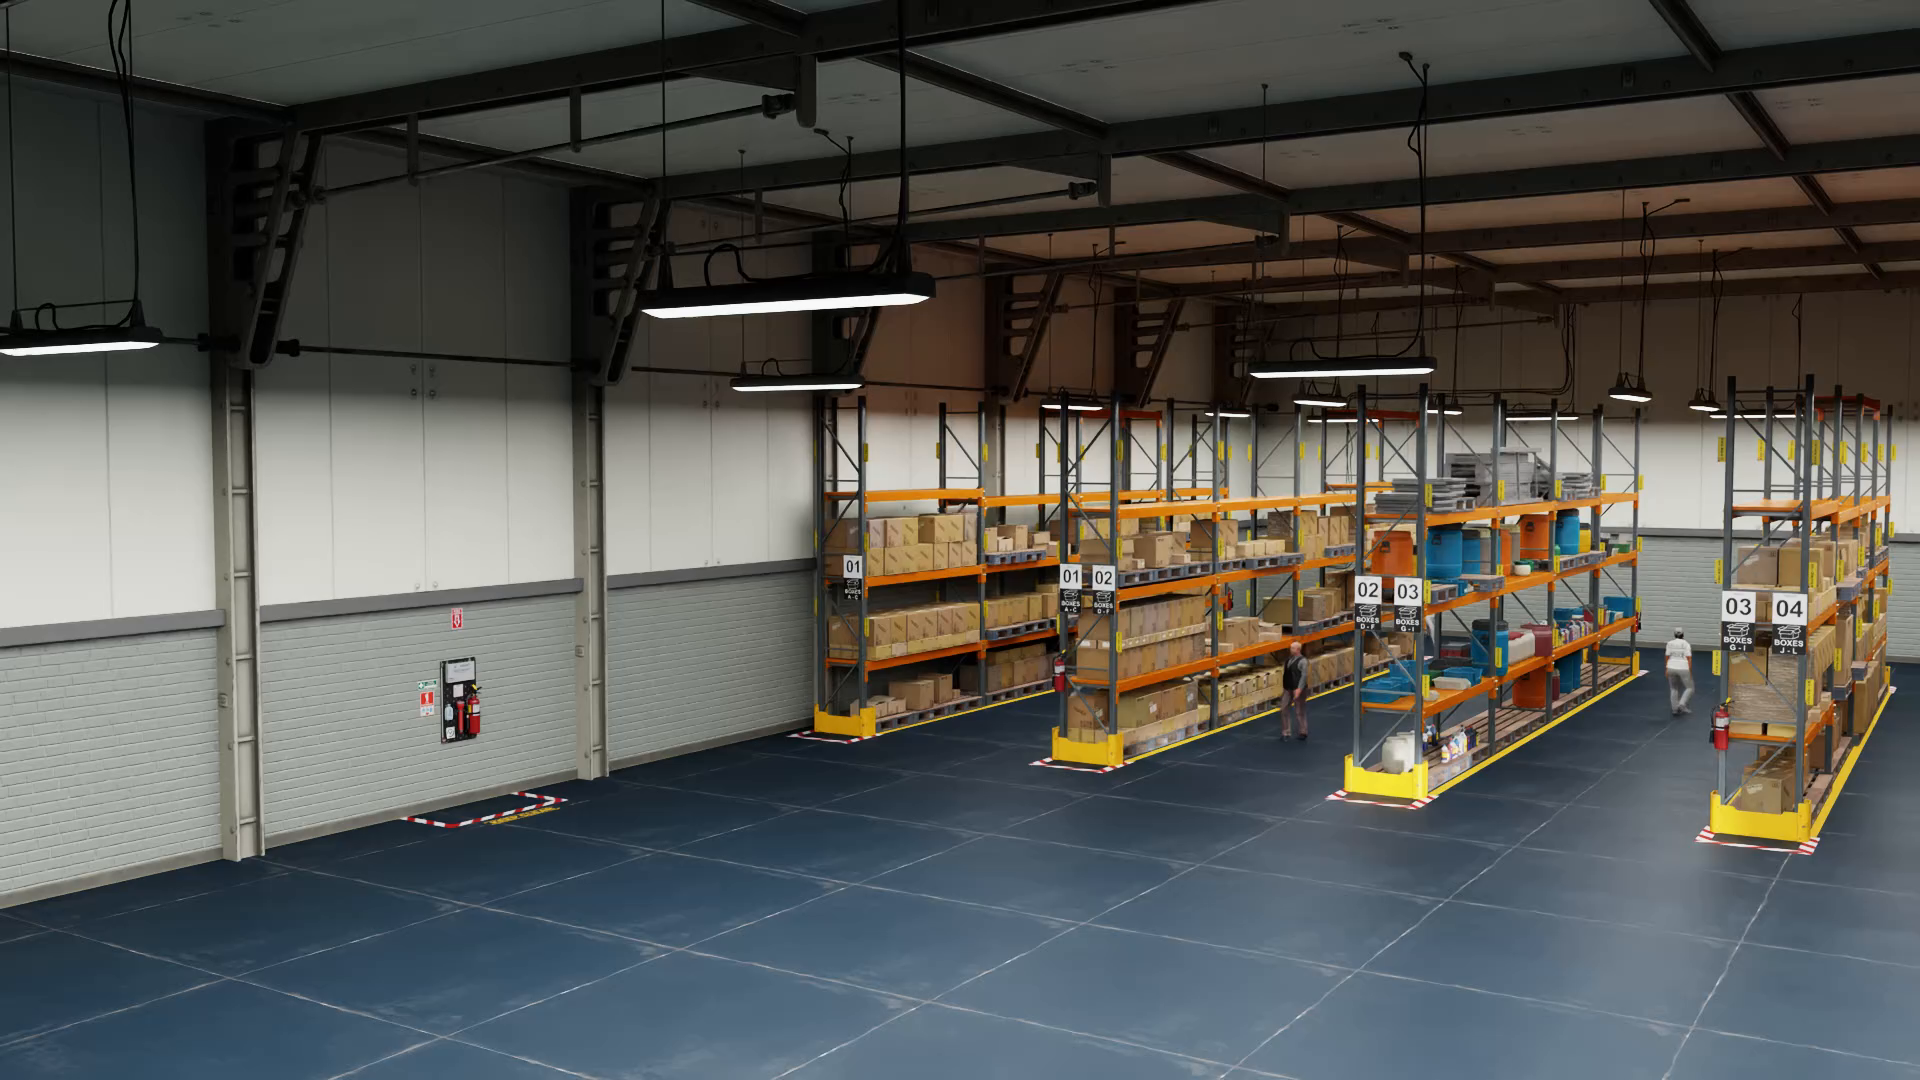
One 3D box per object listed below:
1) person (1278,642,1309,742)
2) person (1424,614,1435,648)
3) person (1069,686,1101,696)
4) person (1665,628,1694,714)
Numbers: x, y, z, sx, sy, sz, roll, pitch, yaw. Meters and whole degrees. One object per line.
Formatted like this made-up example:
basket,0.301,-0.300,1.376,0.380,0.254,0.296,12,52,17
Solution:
person,5.808,2.650,28.832,0.547,1.776,0.570,-2,4,-37
person,12.066,1.974,42.790,0.468,1.546,1.037,-2,3,-27
person,2.624,2.368,34.081,0.502,1.617,1.038,2,3,27
person,13.754,2.510,31.802,0.538,1.661,0.499,2,4,39
